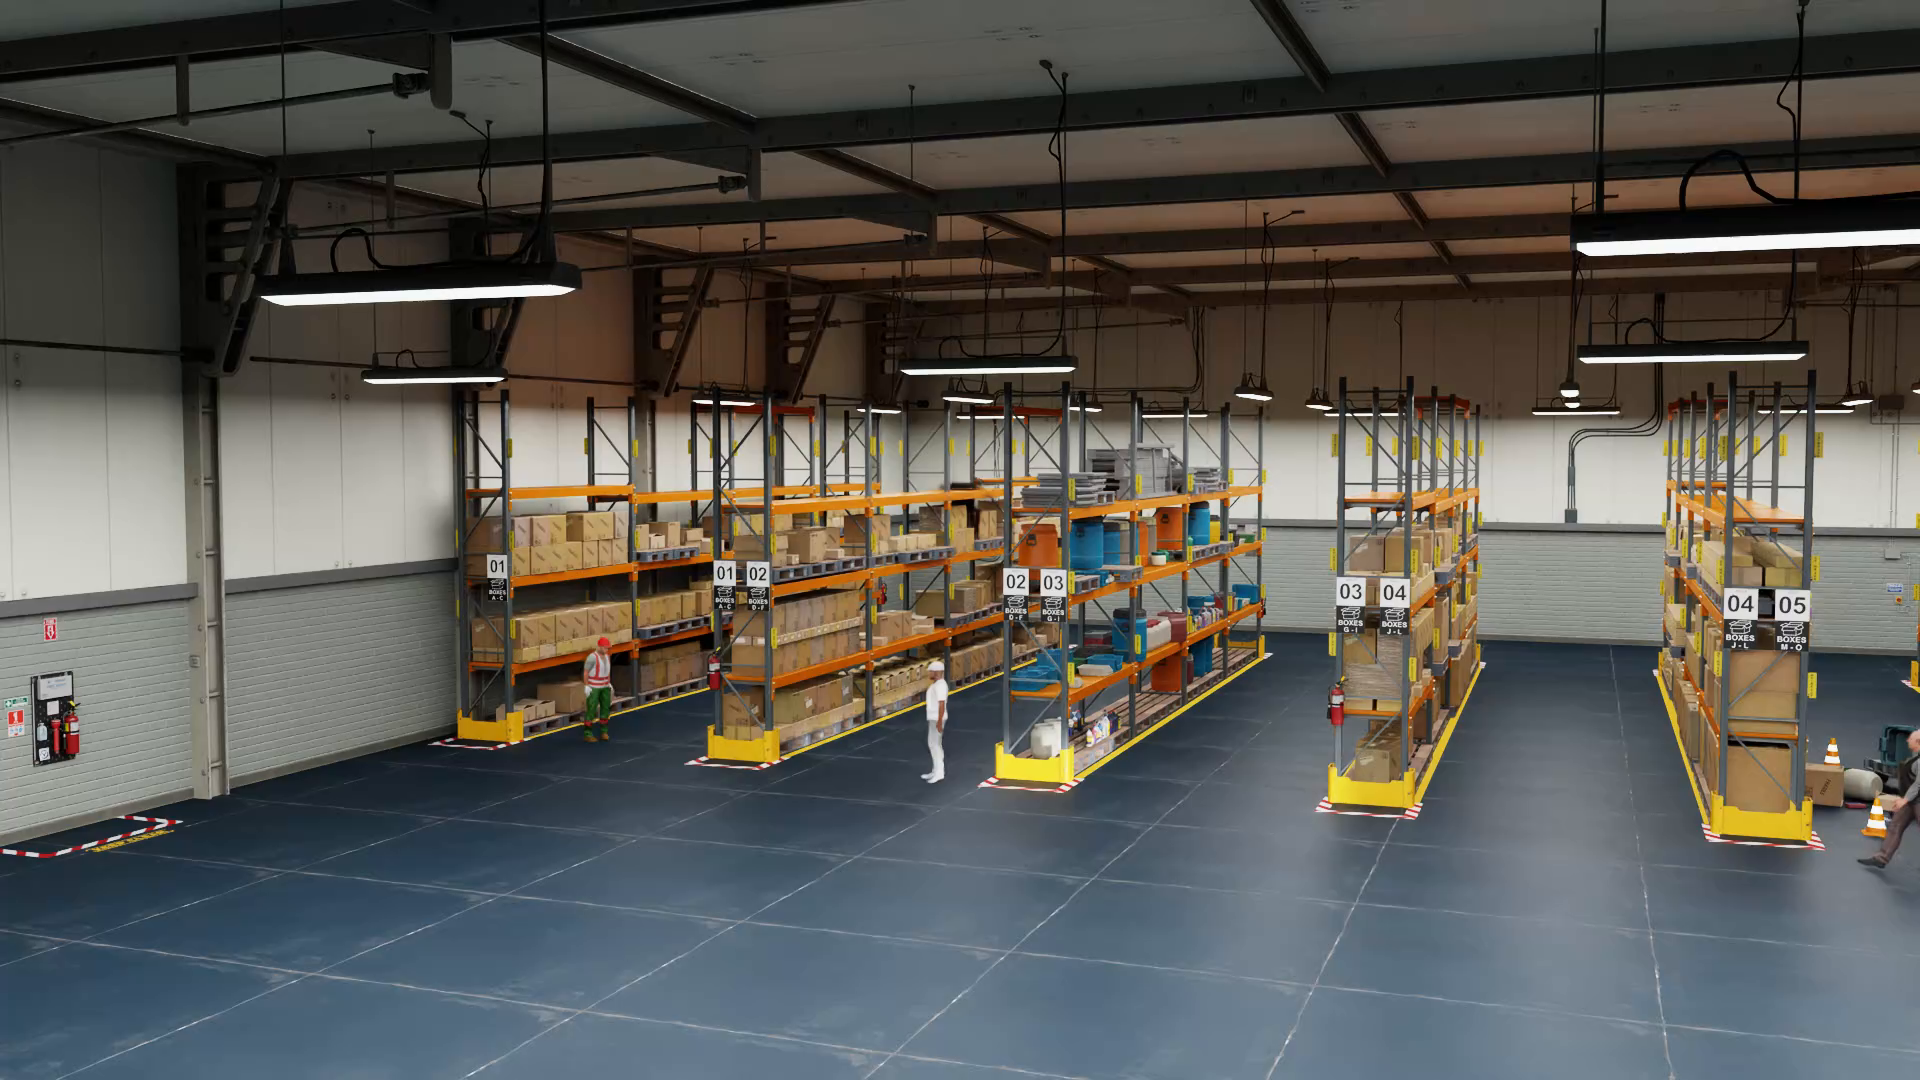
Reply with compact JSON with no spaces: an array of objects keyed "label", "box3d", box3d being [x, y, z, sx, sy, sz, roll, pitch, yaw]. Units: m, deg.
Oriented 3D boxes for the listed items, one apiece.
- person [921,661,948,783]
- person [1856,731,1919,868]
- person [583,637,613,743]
[{"label":"person","box3d":[-0.385,2.743,25.152,0.400,1.807,0.623,0,3,-4]},{"label":"person","box3d":[11.137,3.066,19.489,0.981,1.672,0.537,0,3,7]},{"label":"person","box3d":[-6.155,2.548,28.514,0.461,1.782,0.602,2,4,34]}]
